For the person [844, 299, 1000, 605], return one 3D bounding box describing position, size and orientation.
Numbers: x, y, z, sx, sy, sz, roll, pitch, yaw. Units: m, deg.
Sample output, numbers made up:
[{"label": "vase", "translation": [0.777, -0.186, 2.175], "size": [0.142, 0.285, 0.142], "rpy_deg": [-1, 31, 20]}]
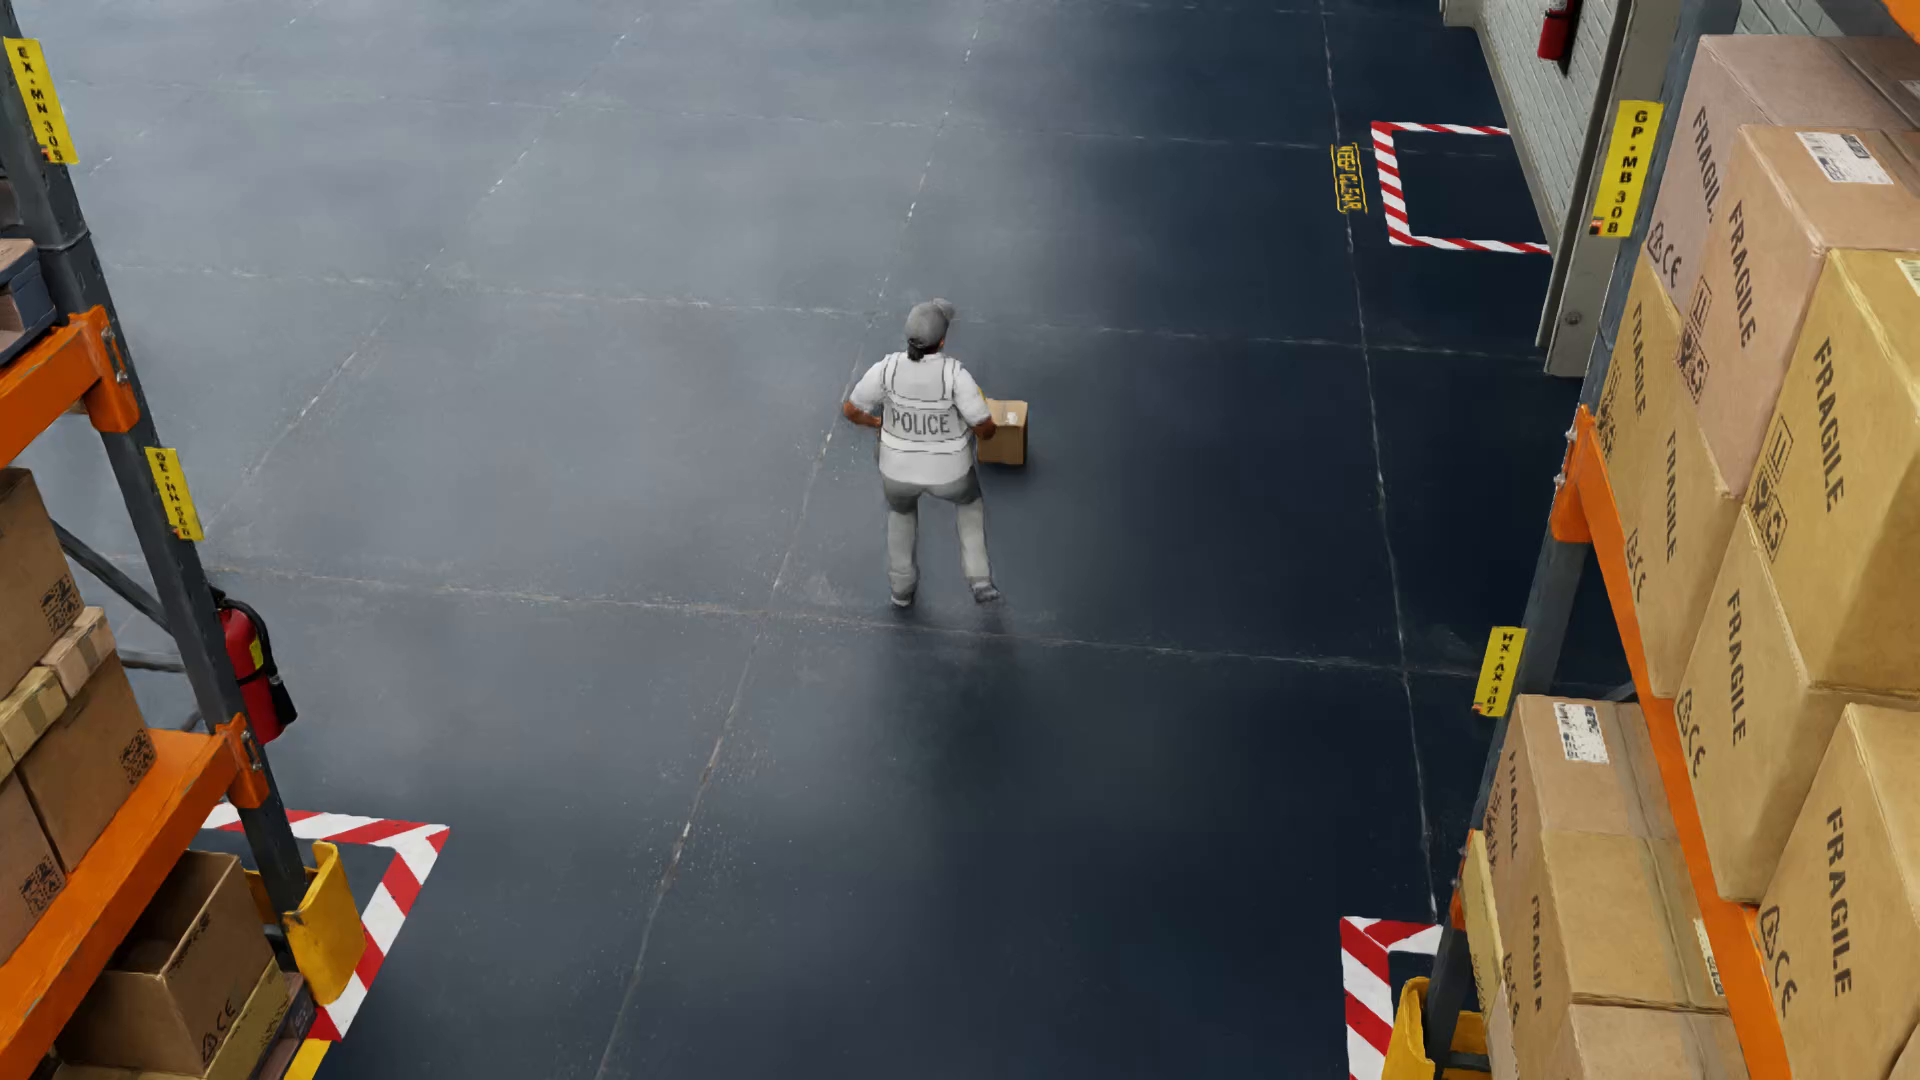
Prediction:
[{"label": "person", "translation": [-0.155, -0.379, 7.584], "size": [0.708, 1.636, 0.477], "rpy_deg": [2, 36, 3]}]
